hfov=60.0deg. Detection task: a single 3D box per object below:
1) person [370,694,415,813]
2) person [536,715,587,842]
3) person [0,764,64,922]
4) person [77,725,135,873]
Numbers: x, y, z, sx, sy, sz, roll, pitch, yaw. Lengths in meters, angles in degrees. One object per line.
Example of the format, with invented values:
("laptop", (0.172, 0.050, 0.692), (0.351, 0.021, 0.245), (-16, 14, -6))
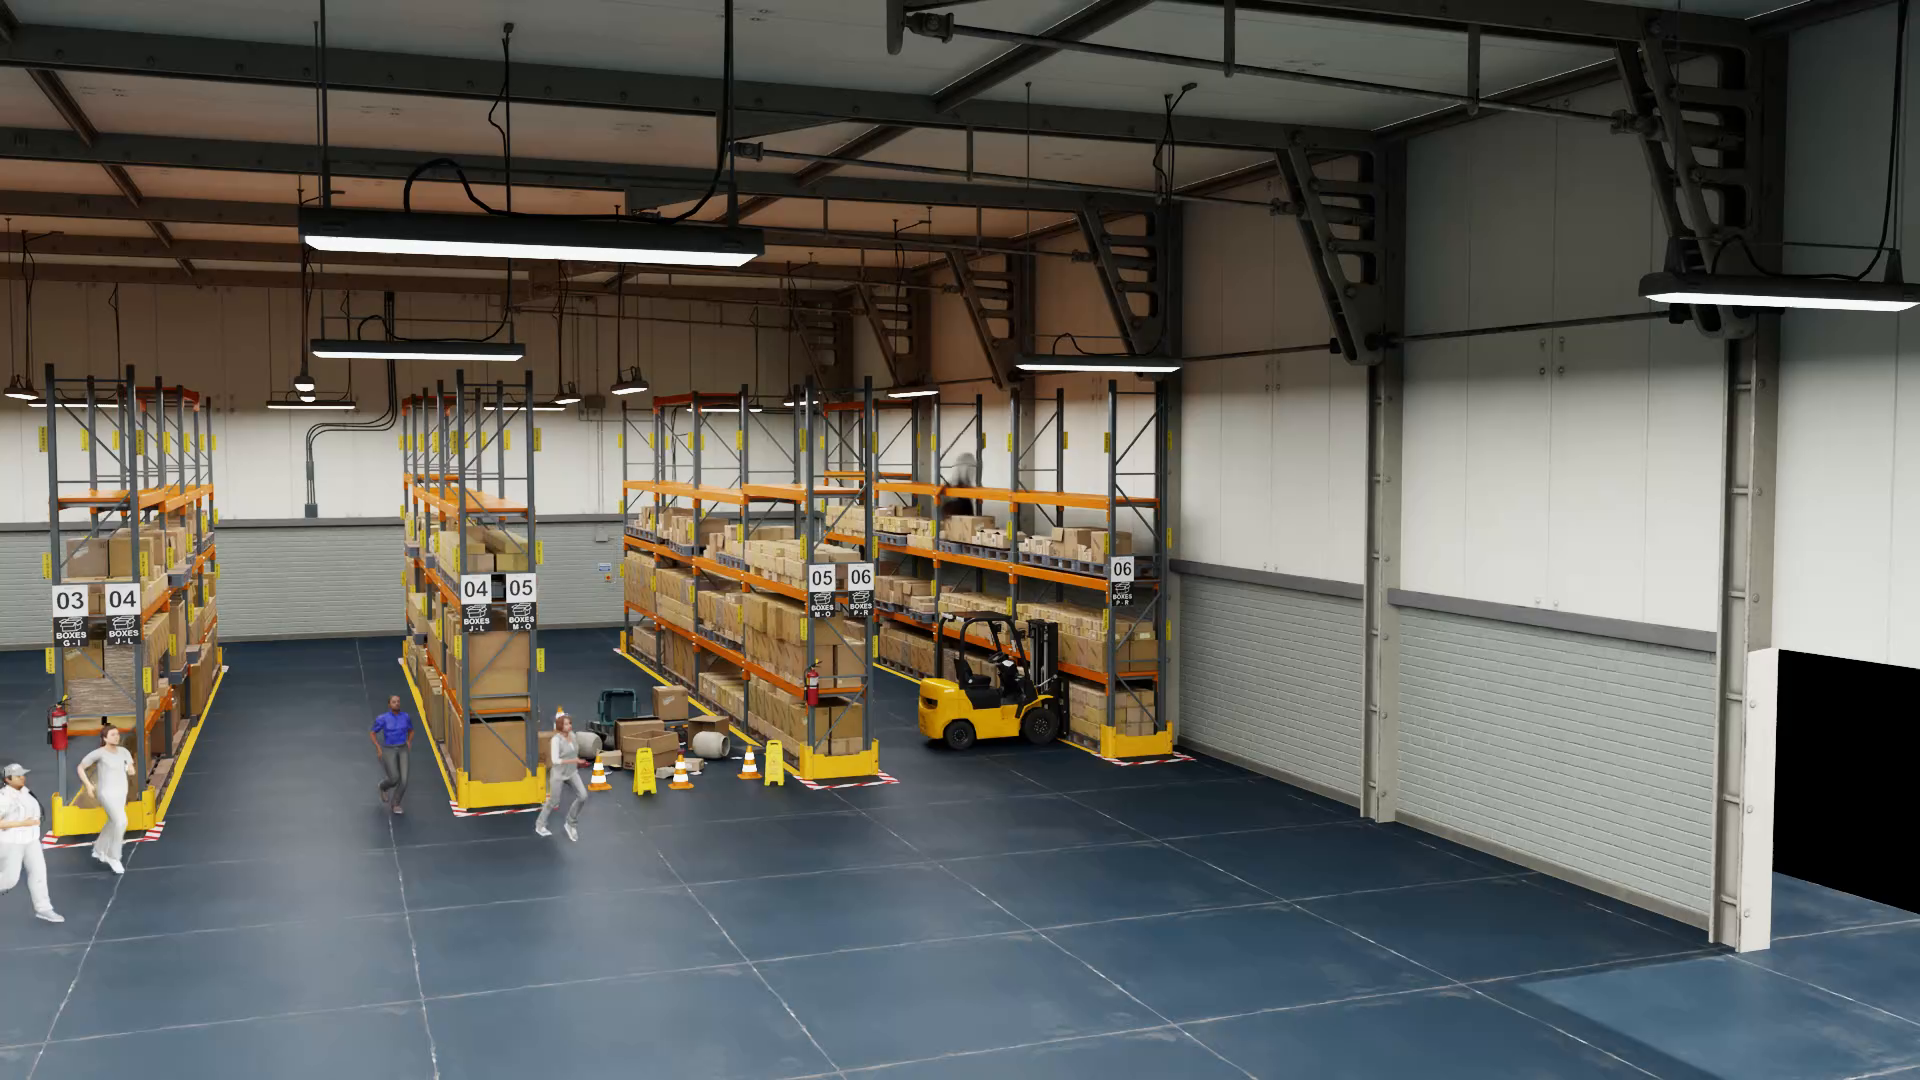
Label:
("person", (-7.638, 2.889, 22.495), (0.575, 1.611, 0.559), (-3, 4, -39))
("person", (-4.964, 2.980, 20.872), (0.815, 1.597, 0.545), (2, 4, 35))
("person", (-9.796, 3.148, 17.259), (0.924, 1.666, 0.606), (0, 3, 7))
("person", (-9.961, 3.026, 19.517), (0.738, 1.719, 0.534), (1, 4, 21))
